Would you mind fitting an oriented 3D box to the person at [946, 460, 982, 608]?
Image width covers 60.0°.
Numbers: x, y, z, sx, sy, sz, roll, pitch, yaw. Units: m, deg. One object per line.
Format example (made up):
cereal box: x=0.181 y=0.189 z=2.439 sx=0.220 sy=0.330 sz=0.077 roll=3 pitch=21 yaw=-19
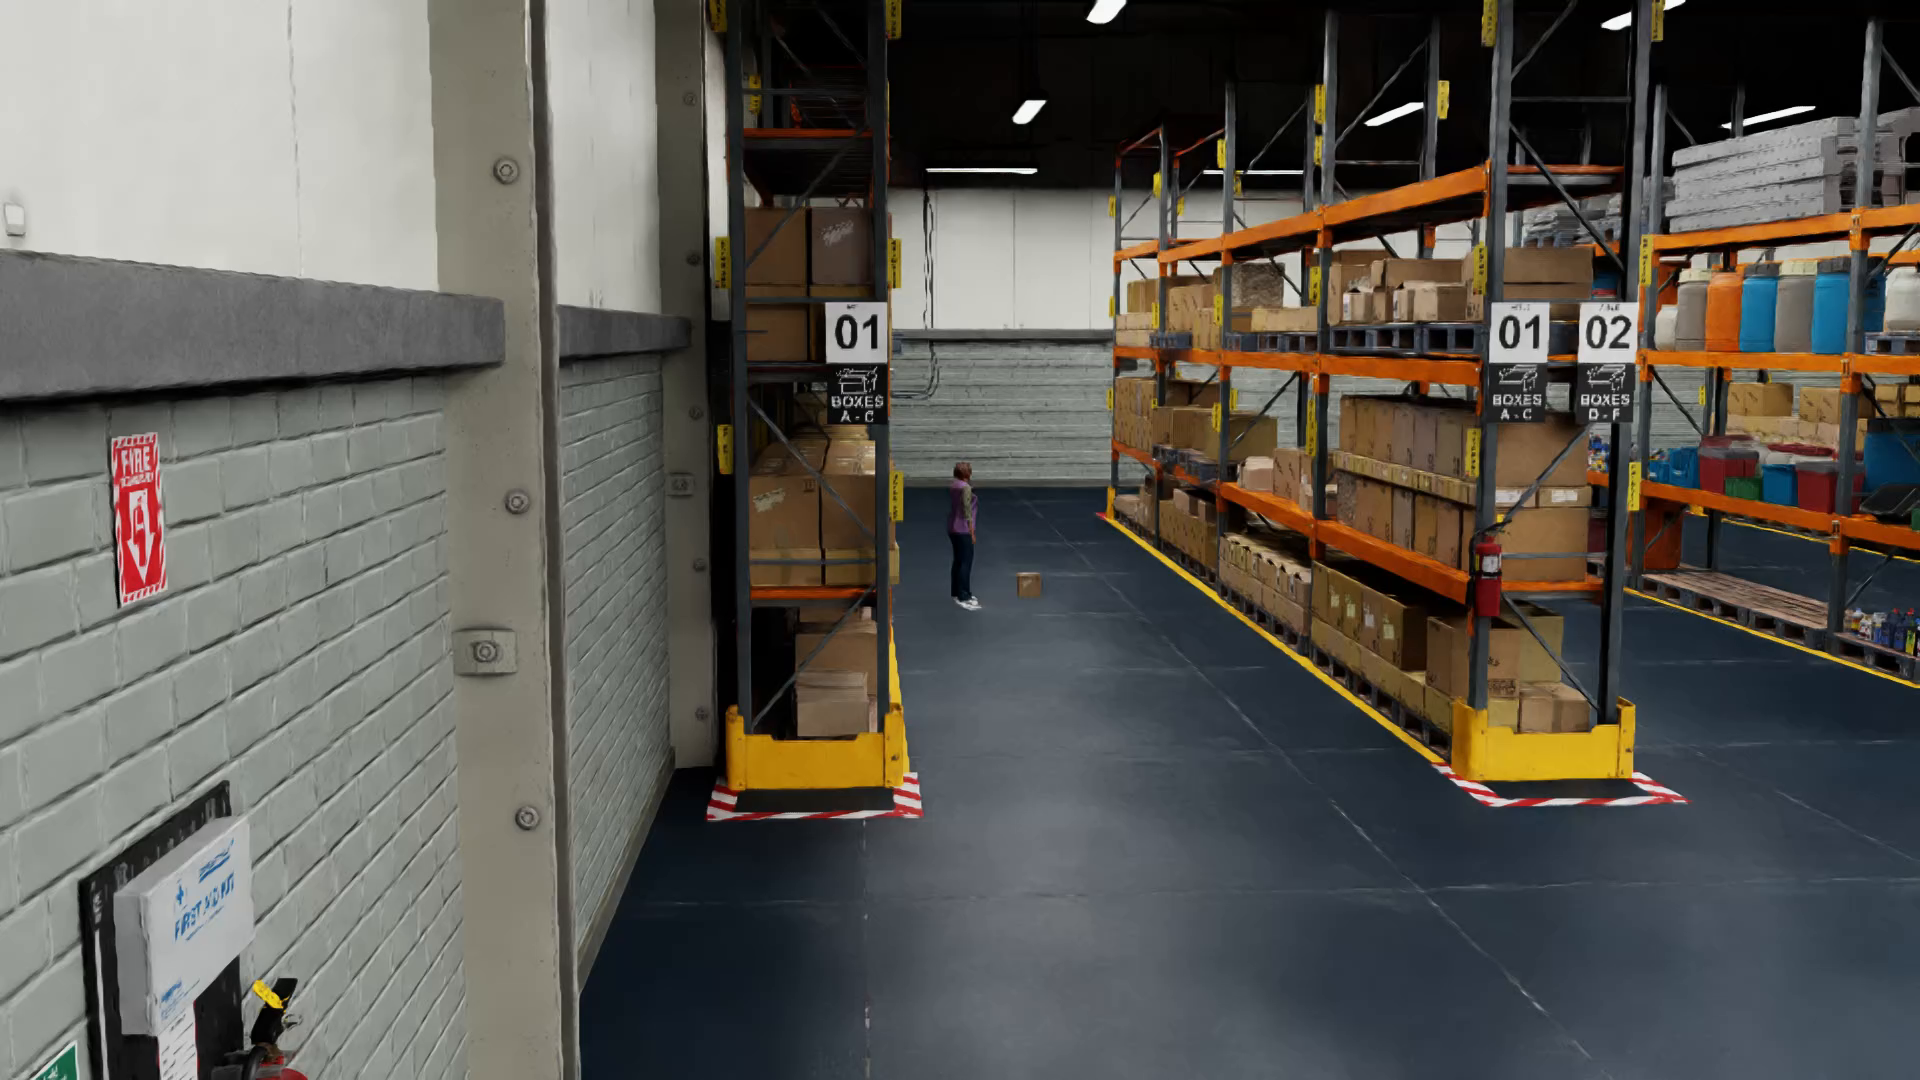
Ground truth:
person: x=0.044 y=-0.068 z=18.306 sx=0.368 sy=1.629 sz=0.453 roll=-3 pitch=8 yaw=-23
